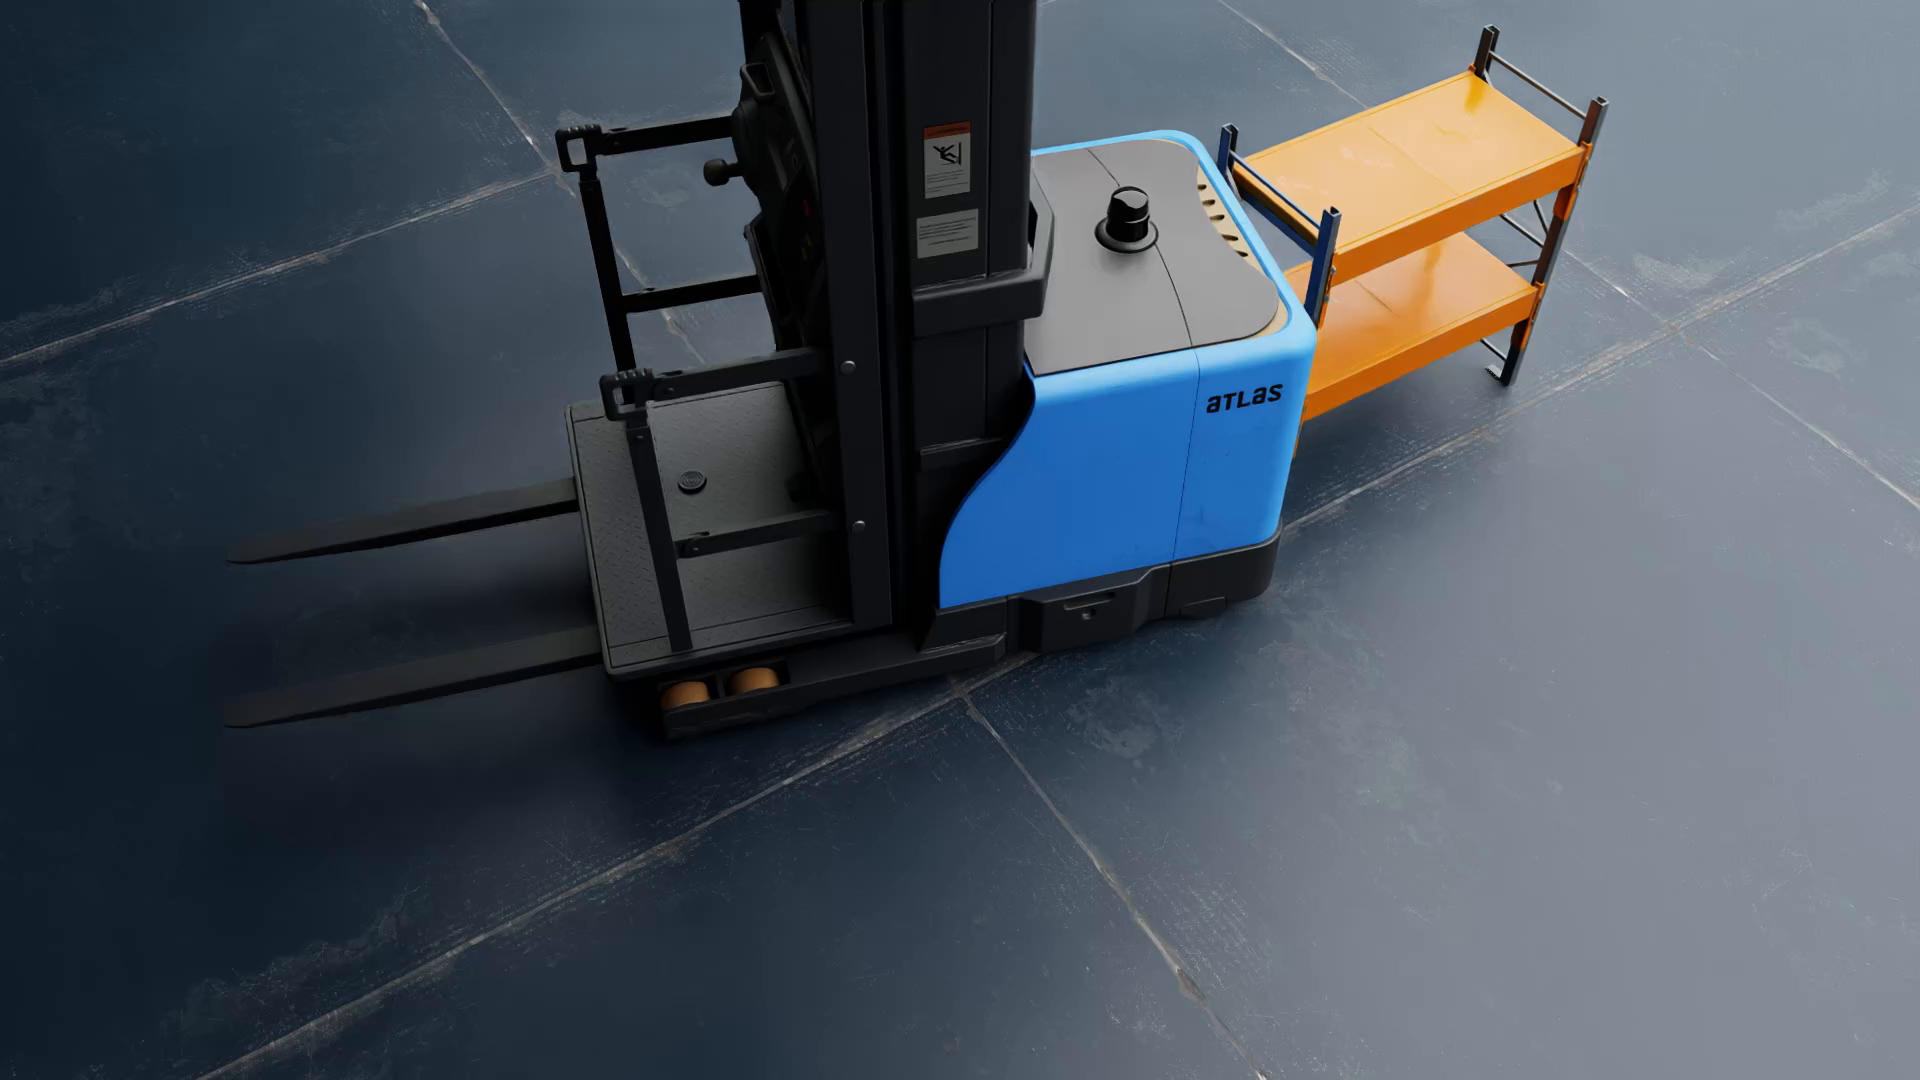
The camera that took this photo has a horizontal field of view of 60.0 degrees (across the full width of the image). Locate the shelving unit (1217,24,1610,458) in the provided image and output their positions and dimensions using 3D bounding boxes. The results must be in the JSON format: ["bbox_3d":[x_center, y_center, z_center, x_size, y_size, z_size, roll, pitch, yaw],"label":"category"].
[{"bbox_3d":[1.335,-0.869,5.271,1.048,1.125,0.538,-24,53,-20],"label":"shelving unit"}]

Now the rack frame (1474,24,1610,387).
[{"bbox_3d":[1.769,-1.066,5.447,0.032,1.125,0.500,-24,53,-20],"label":"rack frame"}]

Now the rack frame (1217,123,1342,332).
[{"bbox_3d":[0.900,-0.671,5.095,0.032,1.125,0.500,-24,53,-20],"label":"rack frame"}]

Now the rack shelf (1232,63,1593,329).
[{"bbox_3d":[1.335,-1.064,5.052,1.000,0.278,0.538,-24,53,-20],"label":"rack shelf"}]

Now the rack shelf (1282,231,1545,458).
[{"bbox_3d":[1.335,-0.706,5.453,1.000,0.278,0.538,-24,53,-20],"label":"rack shelf"}]

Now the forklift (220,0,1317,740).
[{"bbox_3d":[-0.627,-0.856,4.049,3.031,2.935,1.130,-11,49,-10],"label":"forklift"}]
